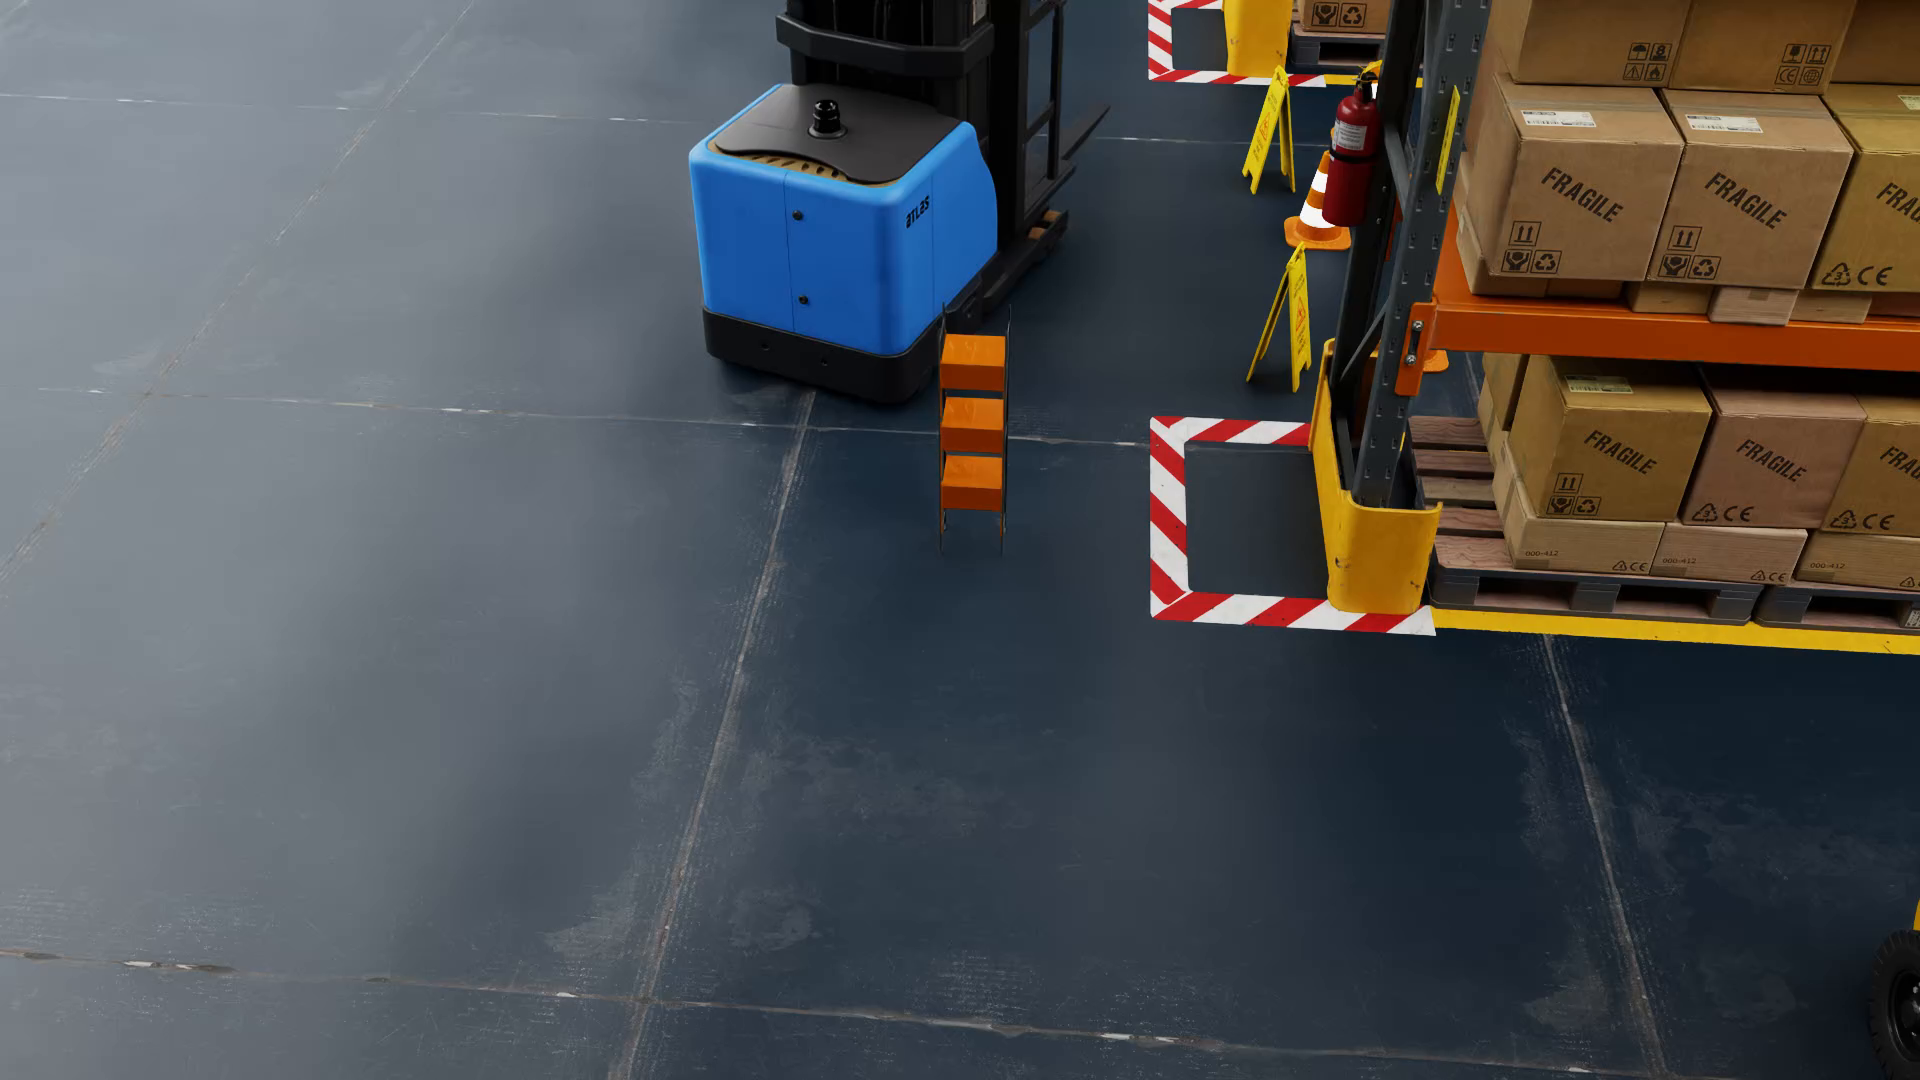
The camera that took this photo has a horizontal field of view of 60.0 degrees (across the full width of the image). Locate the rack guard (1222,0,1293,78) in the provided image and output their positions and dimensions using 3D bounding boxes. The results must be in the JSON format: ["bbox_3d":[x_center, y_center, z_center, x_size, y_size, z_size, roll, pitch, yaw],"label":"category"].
[{"bbox_3d":[1.870,-3.403,10.506,0.348,0.500,1.175,3,39,4],"label":"rack guard"}]

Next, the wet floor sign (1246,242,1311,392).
[{"bbox_3d":[1.471,-1.023,7.466,0.232,0.644,0.267,16,42,19],"label":"wet floor sign"}]

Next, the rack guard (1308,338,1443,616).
[{"bbox_3d":[1.643,-0.279,6.668,0.348,0.500,1.175,3,39,4],"label":"rack guard"}]

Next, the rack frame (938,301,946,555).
[{"bbox_3d":[-0.068,-0.411,6.394,0.008,1.050,0.200,3,39,4],"label":"rack frame"}]

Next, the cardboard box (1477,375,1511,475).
[{"bbox_3d":[2.420,-0.473,6.771,0.500,0.250,0.500,3,39,4],"label":"cardboard box"}]

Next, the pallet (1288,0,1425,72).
[{"bbox_3d":[2.697,-3.295,10.602,1.213,0.211,1.003,3,39,4],"label":"pallet"}]

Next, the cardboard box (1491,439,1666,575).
[{"bbox_3d":[2.347,-0.131,6.352,0.500,0.250,0.500,3,39,3],"label":"cardboard box"}]

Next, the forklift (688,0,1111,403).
[{"bbox_3d":[-0.092,-2.669,7.679,1.130,2.935,3.031,17,42,19],"label":"forklift"}]

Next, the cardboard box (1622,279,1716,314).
[{"bbox_3d":[2.398,-0.936,5.694,0.250,0.149,0.380,2,39,2],"label":"cardboard box"}]

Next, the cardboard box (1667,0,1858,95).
[{"bbox_3d":[2.599,-1.872,5.537,0.500,0.500,0.700,3,39,4],"label":"cardboard box"}]

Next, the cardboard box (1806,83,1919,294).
[{"bbox_3d":[3.040,-1.153,5.447,0.500,0.500,0.500,2,39,3],"label":"cardboard box"}]

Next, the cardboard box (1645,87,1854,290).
[{"bbox_3d":[2.532,-1.180,5.480,0.500,0.500,0.500,4,39,5],"label":"cardboard box"}]

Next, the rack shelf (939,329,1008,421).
[{"bbox_3d":[0.053,-0.616,6.214,0.240,0.259,0.215,3,39,4],"label":"rack shelf"}]

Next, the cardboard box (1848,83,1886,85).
[{"bbox_3d":[3.129,-1.491,5.862,0.500,0.500,0.500,3,39,4],"label":"cardboard box"}]

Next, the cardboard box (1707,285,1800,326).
[{"bbox_3d":[2.647,-0.893,5.642,0.250,0.149,0.380,4,39,5],"label":"cardboard box"}]

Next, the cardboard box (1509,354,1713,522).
[{"bbox_3d":[2.371,-0.421,6.114,0.500,0.500,0.500,2,39,2],"label":"cardboard box"}]

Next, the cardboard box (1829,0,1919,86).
[{"bbox_3d":[3.116,-1.908,5.583,0.500,0.500,0.700,3,39,3],"label":"cardboard box"}]

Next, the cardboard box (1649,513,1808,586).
[{"bbox_3d":[2.855,-0.098,6.312,0.500,0.250,0.500,4,39,5],"label":"cardboard box"}]

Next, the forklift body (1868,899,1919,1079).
[{"bbox_3d":[3.190,1.155,3.599,1.214,2.155,2.313,3,39,4],"label":"forklift body"}]

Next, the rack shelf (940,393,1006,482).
[{"bbox_3d":[0.053,-0.396,6.393,0.240,0.259,0.215,3,39,4],"label":"rack shelf"}]

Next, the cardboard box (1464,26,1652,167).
[{"bbox_3d":[2.132,-1.550,5.935,0.500,0.500,0.500,2,39,3],"label":"cardboard box"}]

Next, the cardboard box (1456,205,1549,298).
[{"bbox_3d":[1.888,-1.006,5.780,0.250,0.149,0.380,3,39,4],"label":"cardboard box"}]

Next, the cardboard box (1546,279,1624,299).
[{"bbox_3d":[2.141,-1.002,5.775,0.250,0.149,0.380,4,39,5],"label":"cardboard box"}]

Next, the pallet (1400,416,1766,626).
[{"bbox_3d":[2.450,-0.100,6.677,1.213,0.211,1.003,3,39,4],"label":"pallet"}]

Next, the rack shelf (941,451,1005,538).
[{"bbox_3d":[0.053,-0.180,6.568,0.240,0.259,0.215,3,39,4],"label":"rack shelf"}]

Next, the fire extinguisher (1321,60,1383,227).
[{"bbox_3d":[1.493,-1.518,6.272,0.183,0.674,0.296,3,39,4],"label":"fire extinguisher"}]

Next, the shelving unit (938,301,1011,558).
[{"bbox_3d":[0.053,-0.404,6.386,0.252,1.050,0.215,3,39,4],"label":"shelving unit"}]

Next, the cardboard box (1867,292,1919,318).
[{"bbox_3d":[3.176,-0.924,5.679,0.250,0.149,0.380,4,39,5],"label":"cardboard box"}]

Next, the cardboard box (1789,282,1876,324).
[{"bbox_3d":[2.908,-0.900,5.650,0.250,0.149,0.380,4,39,5],"label":"cardboard box"}]

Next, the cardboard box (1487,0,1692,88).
[{"bbox_3d":[2.095,-1.904,5.577,0.500,0.500,0.700,2,39,3],"label":"cardboard box"}]

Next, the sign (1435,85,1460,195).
[{"bbox_3d":[1.521,-1.247,5.191,0.005,0.325,0.100,3,39,4],"label":"sign"}]

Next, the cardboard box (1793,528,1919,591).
[{"bbox_3d":[3.400,-0.077,6.285,0.500,0.250,0.500,6,39,7],"label":"cardboard box"}]

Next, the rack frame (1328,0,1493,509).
[{"bbox_3d":[1.568,-1.252,5.884,0.127,3.000,1.000,3,39,4],"label":"rack frame"}]

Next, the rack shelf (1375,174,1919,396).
[{"bbox_3d":[3.560,-0.864,5.977,4.000,0.370,1.077,3,39,4],"label":"rack shelf"}]

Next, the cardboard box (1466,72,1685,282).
[{"bbox_3d":[2.016,-1.206,5.512,0.500,0.500,0.500,3,39,3],"label":"cardboard box"}]

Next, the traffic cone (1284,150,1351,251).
[{"bbox_3d":[1.864,-1.773,8.533,0.334,0.463,0.336,3,39,4],"label":"traffic cone"}]

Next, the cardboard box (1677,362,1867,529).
[{"bbox_3d":[2.892,-0.395,6.082,0.500,0.500,0.500,2,39,2],"label":"cardboard box"}]

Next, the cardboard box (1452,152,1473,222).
[{"bbox_3d":[1.959,-1.269,6.103,0.250,0.149,0.380,4,39,5],"label":"cardboard box"}]

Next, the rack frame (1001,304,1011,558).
[{"bbox_3d":[0.175,-0.398,6.378,0.008,1.050,0.200,3,39,4],"label":"rack frame"}]

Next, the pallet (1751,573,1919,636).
[{"bbox_3d":[3.662,-0.032,6.594,1.213,0.211,1.003,3,39,4],"label":"pallet"}]

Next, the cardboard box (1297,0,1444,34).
[{"bbox_3d":[2.575,-3.715,10.259,0.875,0.875,0.875,3,39,4],"label":"cardboard box"}]

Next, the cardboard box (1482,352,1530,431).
[{"bbox_3d":[2.388,-0.760,6.530,0.500,0.500,0.500,3,39,4],"label":"cardboard box"}]

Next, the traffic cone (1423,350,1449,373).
[{"bbox_3d":[2.107,-1.056,7.653,0.334,0.463,0.336,3,39,4],"label":"traffic cone"}]

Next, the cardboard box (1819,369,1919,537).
[{"bbox_3d":[3.392,-0.363,6.042,0.500,0.500,0.500,4,39,5],"label":"cardboard box"}]

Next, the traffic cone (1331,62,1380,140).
[{"bbox_3d":[2.301,-2.465,9.383,0.334,0.463,0.336,3,39,4],"label":"traffic cone"}]

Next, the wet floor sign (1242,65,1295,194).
[{"bbox_3d":[1.694,-2.214,8.931,0.232,0.644,0.267,-3,39,-4],"label":"wet floor sign"}]
